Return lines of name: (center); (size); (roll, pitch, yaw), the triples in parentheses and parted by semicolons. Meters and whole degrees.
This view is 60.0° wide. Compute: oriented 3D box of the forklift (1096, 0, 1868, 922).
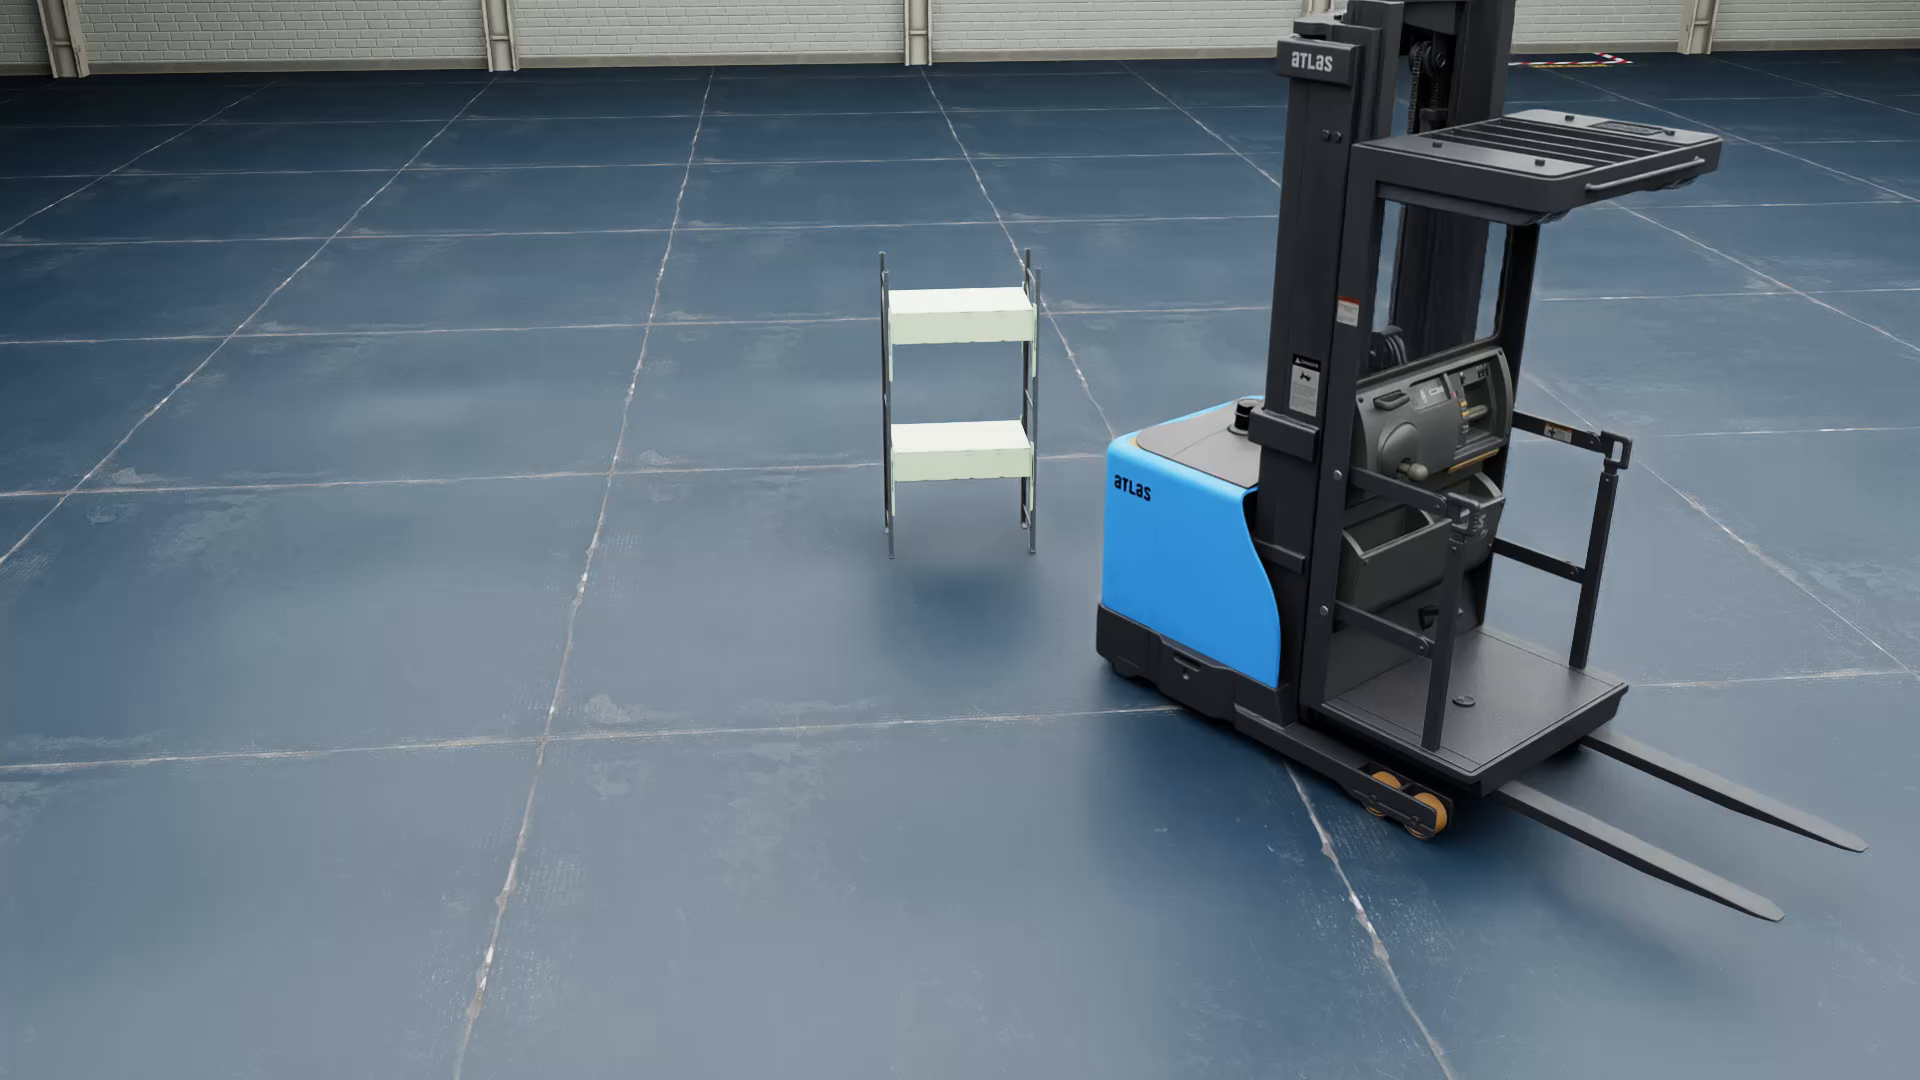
forklift: (1.942, -0.452, 6.159); (1.130, 2.935, 3.031); (-19, 30, -36)

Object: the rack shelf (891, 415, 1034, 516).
rack shelf: (-0.007, -0.387, 8.577); (0.720, 0.370, 0.431); (-2, 24, -5)

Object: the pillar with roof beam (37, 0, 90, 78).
pillar with roof beam: (-12.140, -8.939, 17.782); (0.400, 9.000, 9.100); (-2, 24, -5)

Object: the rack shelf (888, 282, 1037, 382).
rack shelf: (-0.007, -1.042, 8.286); (0.720, 0.370, 0.431); (-2, 24, -5)

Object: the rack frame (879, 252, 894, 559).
rack frame: (-0.371, -0.670, 8.412); (0.023, 1.500, 0.400); (-2, 24, -5)

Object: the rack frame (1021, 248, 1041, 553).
rack frame: (0.358, -0.700, 8.478); (0.023, 1.500, 0.400); (-2, 24, -5)

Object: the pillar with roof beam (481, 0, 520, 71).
pillar with roof beam: (-6.169, -9.178, 18.321); (0.400, 9.000, 9.100); (-2, 24, -5)

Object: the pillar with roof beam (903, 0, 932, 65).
pillar with roof beam: (-0.198, -9.418, 18.859); (0.400, 9.000, 9.100); (-2, 24, -5)

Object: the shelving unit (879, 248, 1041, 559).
shelving unit: (-0.007, -0.685, 8.445); (0.755, 1.500, 0.431); (-2, 24, -5)

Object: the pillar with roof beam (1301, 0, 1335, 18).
pillar with roof beam: (5.773, -9.657, 19.398); (0.400, 9.000, 9.100); (-2, 24, -5)

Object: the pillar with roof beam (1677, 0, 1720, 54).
pillar with roof beam: (11.744, -9.897, 19.937); (0.400, 9.000, 9.100); (-2, 24, -5)
